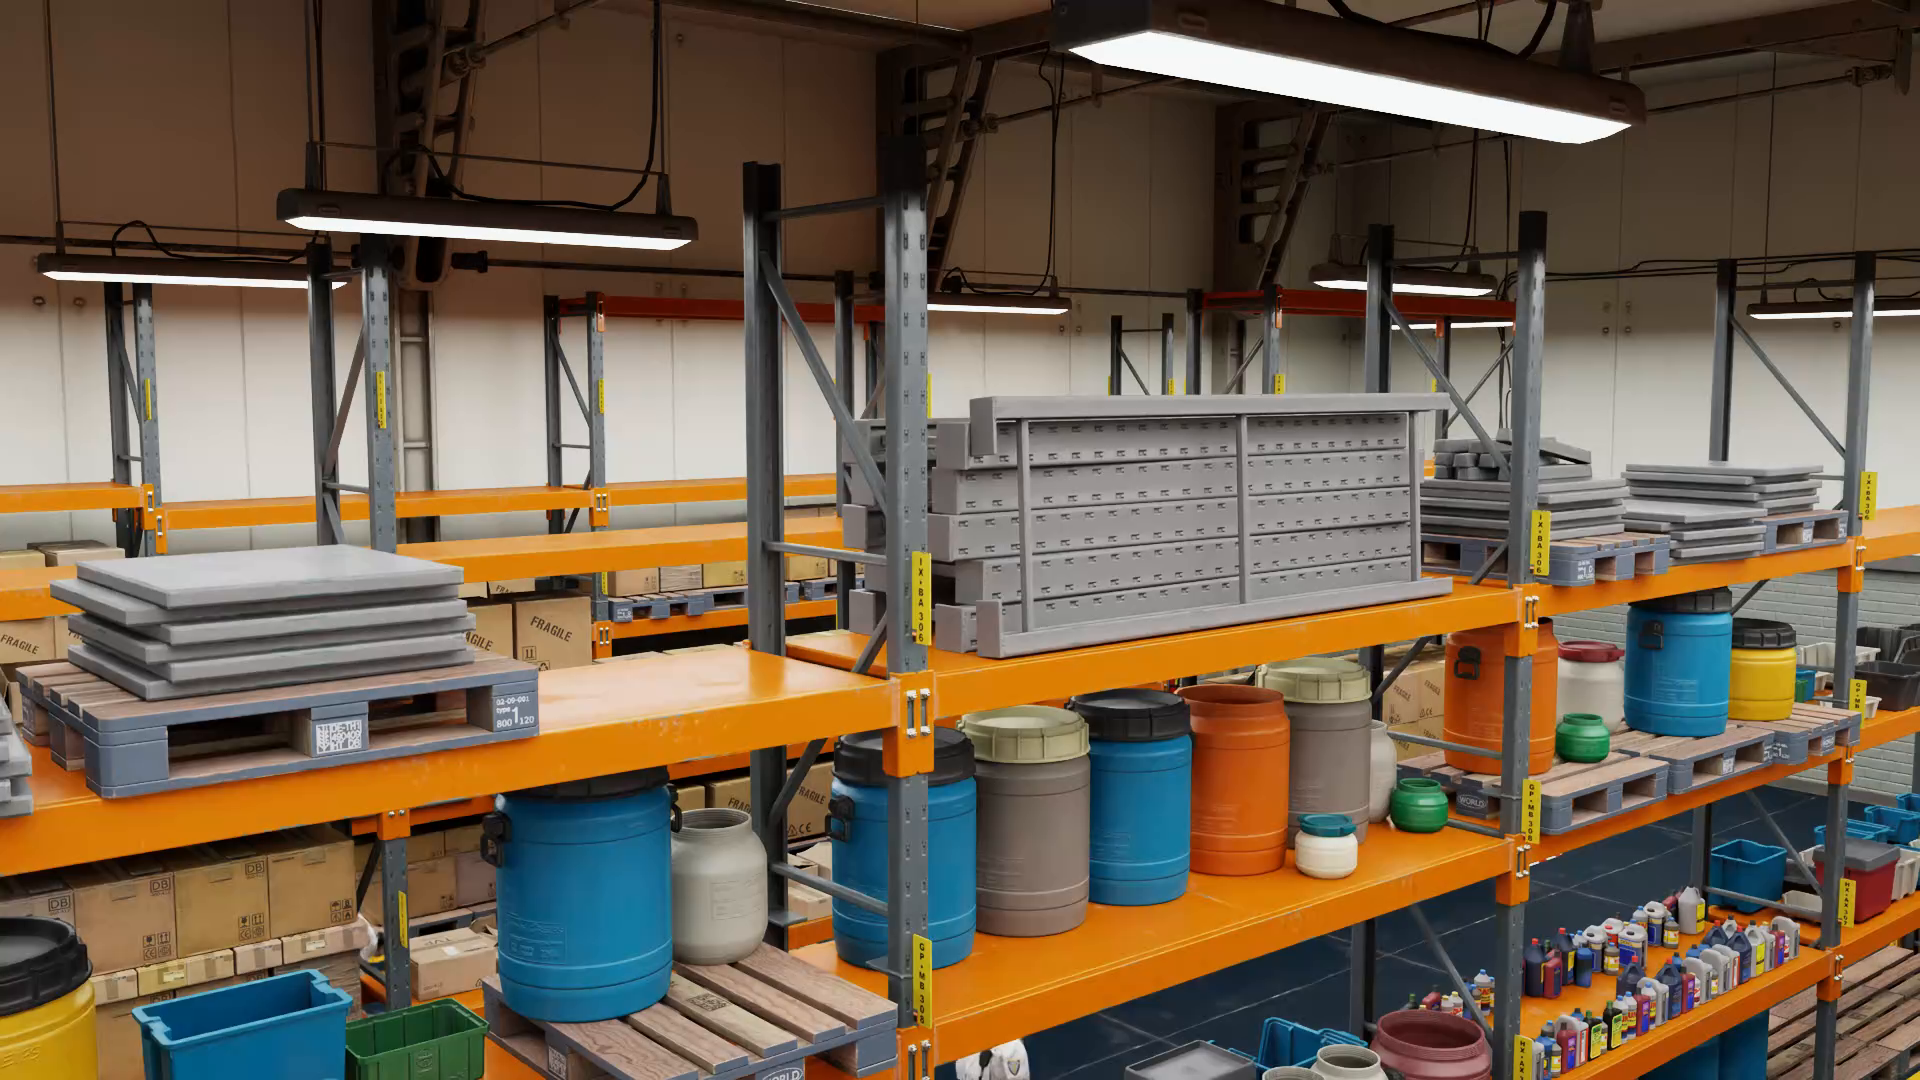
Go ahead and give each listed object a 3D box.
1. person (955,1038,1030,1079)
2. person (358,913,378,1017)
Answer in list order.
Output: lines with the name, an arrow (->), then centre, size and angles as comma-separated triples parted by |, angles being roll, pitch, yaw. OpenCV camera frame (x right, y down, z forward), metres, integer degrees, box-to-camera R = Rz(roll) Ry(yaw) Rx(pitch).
person -> 0.248, 3.426, 9.747 | 0.785, 1.718, 0.580 | -5, 8, -44
person -> -4.487, 3.185, 12.090 | 0.802, 1.684, 0.641 | -5, 7, -43
